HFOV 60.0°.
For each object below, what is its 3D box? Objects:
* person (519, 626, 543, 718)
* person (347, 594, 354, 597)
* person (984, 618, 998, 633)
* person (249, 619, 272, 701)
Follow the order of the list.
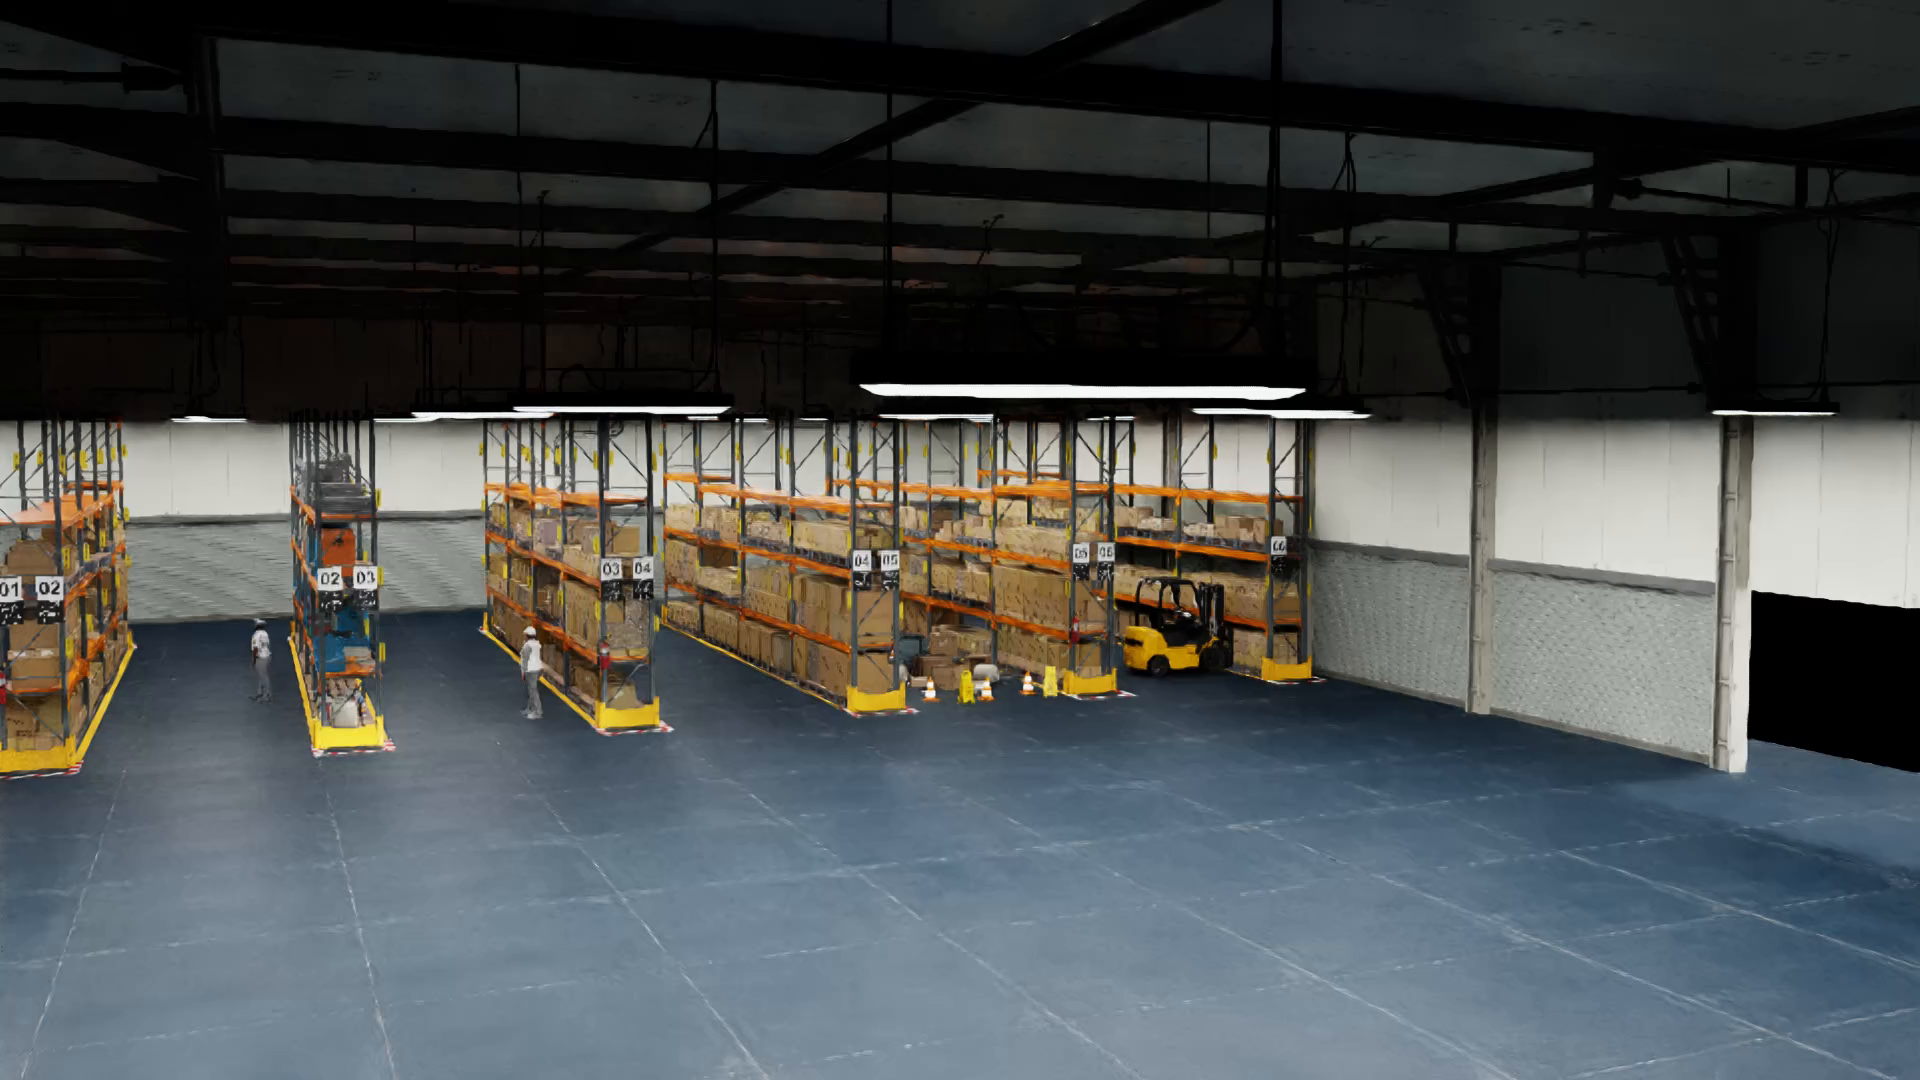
[{"bbox_3d":[-8.389,2.551,32.427,0.576,1.768,0.626,1,4,9],"label":"person"},{"bbox_3d":[-17.163,1.638,46.879,0.478,1.580,1.000,-2,5,-32],"label":"person"},{"bbox_3d":[0.761,1.734,44.971,0.556,1.659,0.598,0,4,7],"label":"person"},{"bbox_3d":[-14.506,2.465,34.446,0.549,1.662,0.581,0,4,0],"label":"person"}]
